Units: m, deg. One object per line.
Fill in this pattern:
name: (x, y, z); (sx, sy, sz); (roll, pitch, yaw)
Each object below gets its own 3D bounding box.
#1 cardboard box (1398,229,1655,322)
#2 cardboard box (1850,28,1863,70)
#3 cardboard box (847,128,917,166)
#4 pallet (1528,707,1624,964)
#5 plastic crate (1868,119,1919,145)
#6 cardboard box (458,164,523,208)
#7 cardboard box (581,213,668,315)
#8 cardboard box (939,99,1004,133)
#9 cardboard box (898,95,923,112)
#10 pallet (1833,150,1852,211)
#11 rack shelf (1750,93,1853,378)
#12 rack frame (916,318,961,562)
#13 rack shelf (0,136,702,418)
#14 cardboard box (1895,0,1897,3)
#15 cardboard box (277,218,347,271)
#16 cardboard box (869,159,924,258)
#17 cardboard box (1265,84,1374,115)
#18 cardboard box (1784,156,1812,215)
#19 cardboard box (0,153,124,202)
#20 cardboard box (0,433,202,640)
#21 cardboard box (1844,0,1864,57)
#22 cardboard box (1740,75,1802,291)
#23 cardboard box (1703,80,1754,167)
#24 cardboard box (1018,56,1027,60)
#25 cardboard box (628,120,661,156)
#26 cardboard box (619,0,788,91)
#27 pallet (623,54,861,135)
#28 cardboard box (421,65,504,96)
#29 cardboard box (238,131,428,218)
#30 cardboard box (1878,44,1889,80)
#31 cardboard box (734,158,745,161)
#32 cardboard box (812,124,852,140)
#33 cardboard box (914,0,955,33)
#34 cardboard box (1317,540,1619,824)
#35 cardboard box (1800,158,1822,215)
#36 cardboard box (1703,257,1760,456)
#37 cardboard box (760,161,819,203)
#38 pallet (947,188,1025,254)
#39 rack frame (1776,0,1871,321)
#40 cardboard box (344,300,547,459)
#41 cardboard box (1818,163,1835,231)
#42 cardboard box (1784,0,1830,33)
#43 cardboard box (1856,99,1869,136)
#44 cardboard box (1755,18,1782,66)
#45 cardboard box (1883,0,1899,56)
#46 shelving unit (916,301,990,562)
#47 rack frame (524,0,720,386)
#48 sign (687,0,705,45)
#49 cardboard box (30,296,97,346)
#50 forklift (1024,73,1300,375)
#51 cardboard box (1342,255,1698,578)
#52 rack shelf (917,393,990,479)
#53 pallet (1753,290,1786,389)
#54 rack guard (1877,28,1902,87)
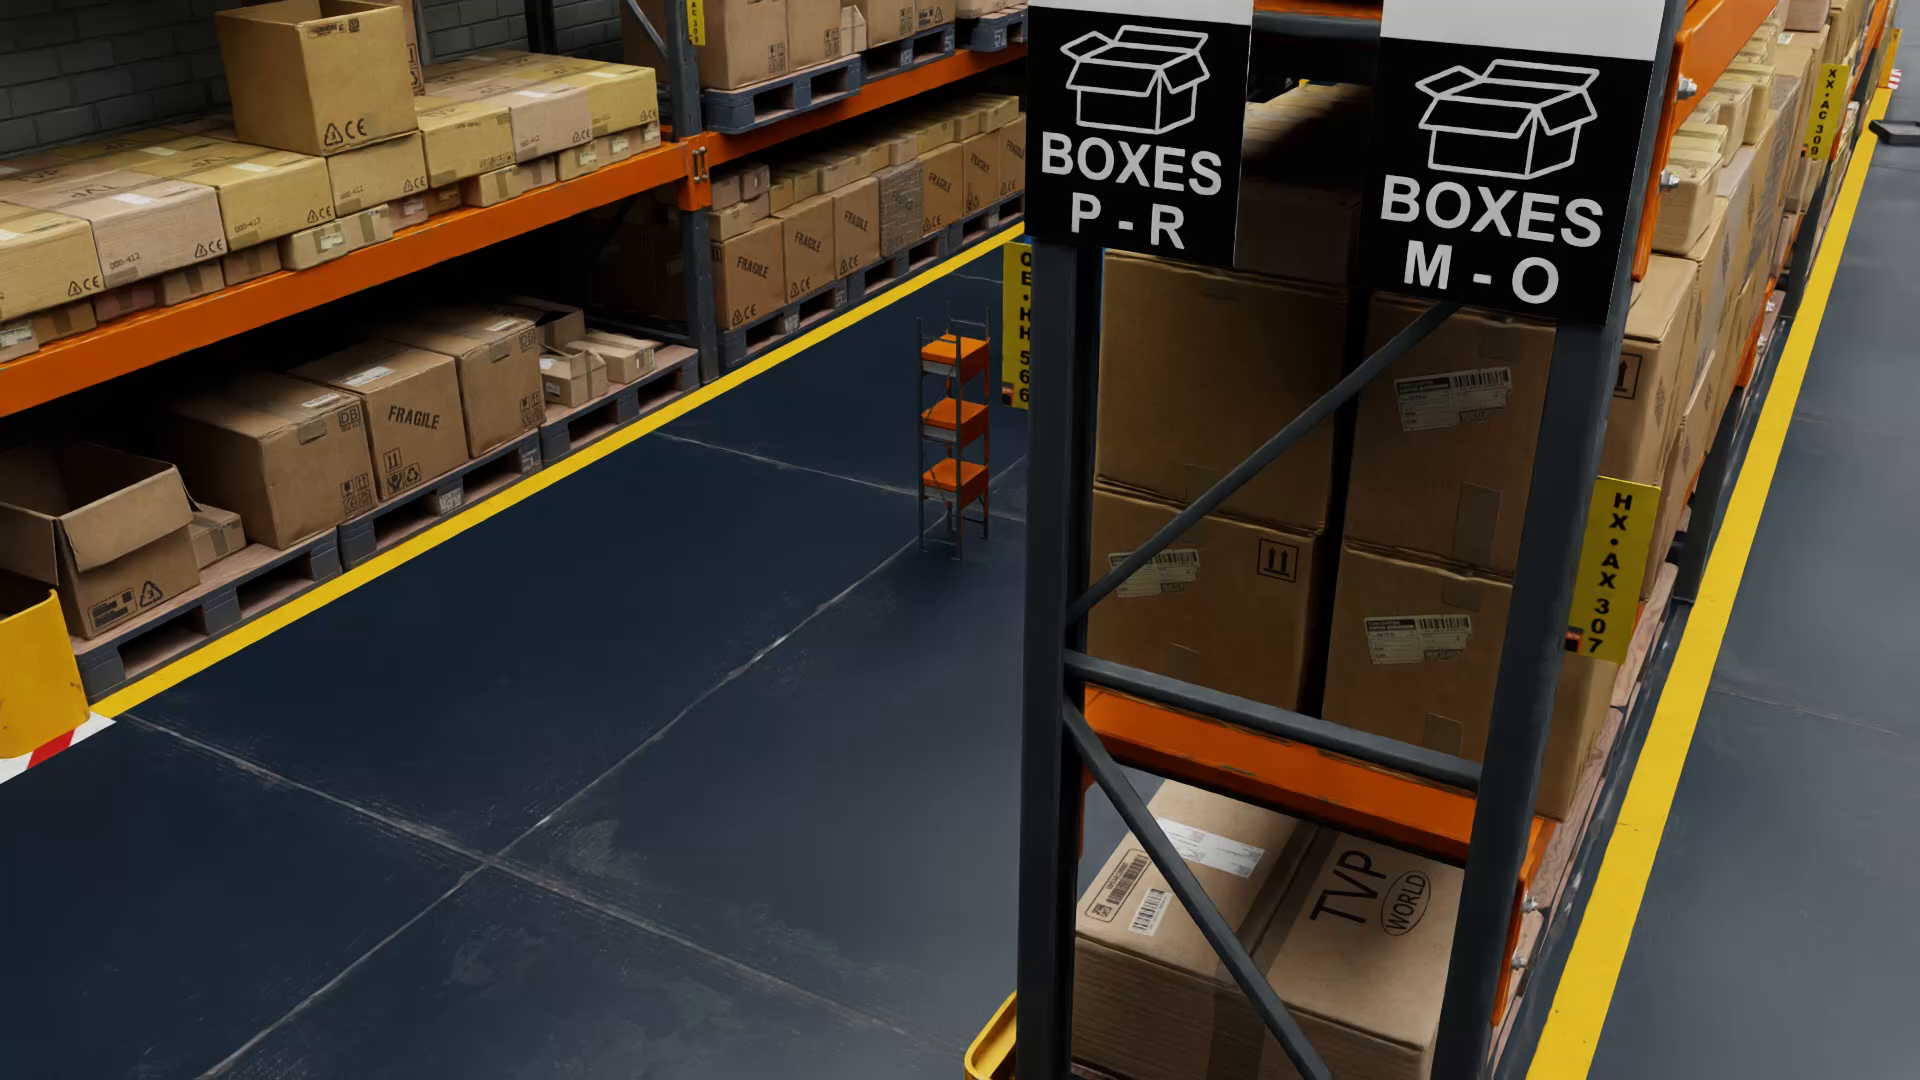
cardboard box: (1.007, -0.509, 2.962); (0.380, 0.149, 0.250); (15, 30, 27)
cardboard box: (4.510, -2.679, 8.860); (0.500, 0.250, 0.500); (14, 30, 26)
cardboard box: (-0.496, -2.460, 10.412); (0.380, 0.149, 0.250); (13, 29, 24)
pallet: (1.518, 0.795, 5.426); (1.003, 0.211, 1.213); (14, 30, 26)
plastic crate: (7.981, -3.452, 14.056); (0.402, 0.080, 0.583); (4, 27, 8)
cardboard box: (-2.171, -1.593, 7.362); (0.380, 0.149, 0.250); (14, 30, 25)
cardboard box: (-1.780, -1.626, 9.471); (0.500, 0.500, 0.500); (14, 30, 26)
cardboard box: (0.074, -2.857, 11.206); (0.380, 0.149, 0.250); (13, 29, 23)
cardboard box: (-0.478, -2.987, 11.464); (0.380, 0.149, 0.250); (15, 30, 28)
pallet: (6.113, -2.775, 12.559); (1.003, 0.211, 1.213); (14, 30, 26)
rack shelf: (3.543, -1.666, 8.031); (1.077, 0.370, 4.000); (14, 30, 26)
rack frame: (-0.086, -0.401, 6.878); (0.200, 1.050, 0.008); (14, 30, 26)
rack shelf: (-2.748, -1.199, 7.097); (1.077, 0.370, 4.000); (14, 30, 26)
cardboard box: (7.916, -4.742, 14.411); (0.380, 0.149, 0.250); (16, 31, 28)
cardboard box: (-2.654, -1.187, 6.552); (0.380, 0.149, 0.250); (13, 30, 25)
cardboard box: (-0.567, -2.113, 10.443); (0.500, 0.500, 0.500); (13, 29, 24)
cardboard box: (0.911, -0.928, 3.799); (0.380, 0.149, 0.250); (15, 30, 27)
cardboard box: (3.021, -1.474, 6.453); (0.500, 0.250, 0.500); (13, 30, 25)
cardboard box: (-3.482, -1.245, 6.222); (0.500, 0.250, 0.500); (14, 30, 26)
cardboard box: (-3.349, -0.030, 6.279); (0.797, 0.503, 0.637); (13, 29, 24)
cardboard box: (4.005, -2.606, 7.876); (0.500, 0.500, 0.500); (14, 30, 26)
cardboard box: (2.068, -1.059, 4.786); (0.500, 0.500, 0.500); (15, 30, 27)
cardboard box: (1.658, -1.011, 3.965); (0.380, 0.149, 0.250); (14, 30, 27)
cardboard box: (0.837, -3.481, 13.037); (0.875, 0.625, 0.625); (15, 30, 28)
cardboard box: (-1.701, -2.008, 8.190); (0.380, 0.149, 0.250); (15, 30, 27)
cardboard box: (-1.332, -2.672, 8.655); (0.700, 0.500, 0.500); (15, 30, 27)
pallet: (-1.276, -2.501, 9.111); (1.003, 0.211, 1.213); (14, 30, 26)
cardboard box: (-2.484, -2.035, 7.800); (0.500, 0.250, 0.500); (14, 30, 26)
cardboard box: (-2.547, -1.523, 6.777); (0.500, 0.250, 0.500); (13, 30, 25)
cardboard box: (8.287, -4.460, 15.410); (0.500, 0.250, 0.500); (14, 30, 26)
cardboard box: (-1.494, -2.173, 9.838); (0.380, 0.149, 0.250); (13, 29, 24)
cardboard box: (-0.914, -2.569, 10.629); (0.380, 0.149, 0.250); (14, 30, 26)
cardboard box: (-0.438, -3.416, 10.138); (0.797, 0.503, 0.637); (13, 30, 25)
cardboard box: (1.077, 0.182, 3.424); (0.500, 0.500, 0.500); (14, 30, 26)
cardboard box: (3.525, -1.653, 7.368); (0.500, 0.250, 0.500); (14, 30, 26)
cardboard box: (2.071, -0.615, 5.016); (0.500, 0.500, 0.500); (14, 30, 25)
cardboard box: (-1.048, -2.078, 9.650); (0.380, 0.149, 0.250); (14, 30, 25)
pallet: (-0.197, -2.329, 11.667); (1.003, 0.211, 1.213); (14, 30, 26)
rack frame: (4.527, -2.767, 9.427); (1.000, 3.000, 0.127); (14, 30, 26)
cardboard box: (-2.384, -0.758, 7.736); (0.700, 0.500, 0.500); (13, 29, 24)
cardboard box: (5.170, -2.287, 10.935); (0.950, 0.372, 0.625); (14, 30, 25)
cardboard box: (2.685, -1.800, 5.542); (0.380, 0.149, 0.250); (14, 30, 25)
cardboard box: (7.020, -3.455, 13.403); (0.500, 0.250, 0.500); (13, 29, 24)
cardboard box: (2.129, -1.418, 4.779); (0.380, 0.149, 0.250); (14, 30, 26)
cardboard box: (8.042, -4.605, 14.863); (0.500, 0.500, 0.500); (15, 30, 28)
shelving unit: (-0.026, -0.449, 6.973); (0.215, 1.050, 0.252); (14, 30, 26)
rack frame: (-1.764, -2.300, 8.493); (1.000, 3.000, 0.127); (14, 30, 26)
sign: (-1.288, -2.571, 8.067); (0.100, 0.325, 0.005); (14, 30, 26)
cardboard box: (-3.247, -0.806, 5.789); (0.380, 0.149, 0.250); (15, 30, 27)
forklift: (1.368, -2.741, 9.452); (1.130, 2.935, 3.031); (11, 29, 21)
cardboard box: (1.075, -0.266, 3.201); (0.500, 0.500, 0.500); (13, 30, 25)
rack shelf: (-0.026, -0.439, 6.978); (0.215, 0.259, 0.240); (14, 30, 26)
pallet: (4.073, -1.230, 9.471); (1.003, 0.211, 1.213); (14, 30, 26)
rack guard: (8.425, -4.738, 16.156); (1.175, 0.500, 0.348); (14, 30, 26)
